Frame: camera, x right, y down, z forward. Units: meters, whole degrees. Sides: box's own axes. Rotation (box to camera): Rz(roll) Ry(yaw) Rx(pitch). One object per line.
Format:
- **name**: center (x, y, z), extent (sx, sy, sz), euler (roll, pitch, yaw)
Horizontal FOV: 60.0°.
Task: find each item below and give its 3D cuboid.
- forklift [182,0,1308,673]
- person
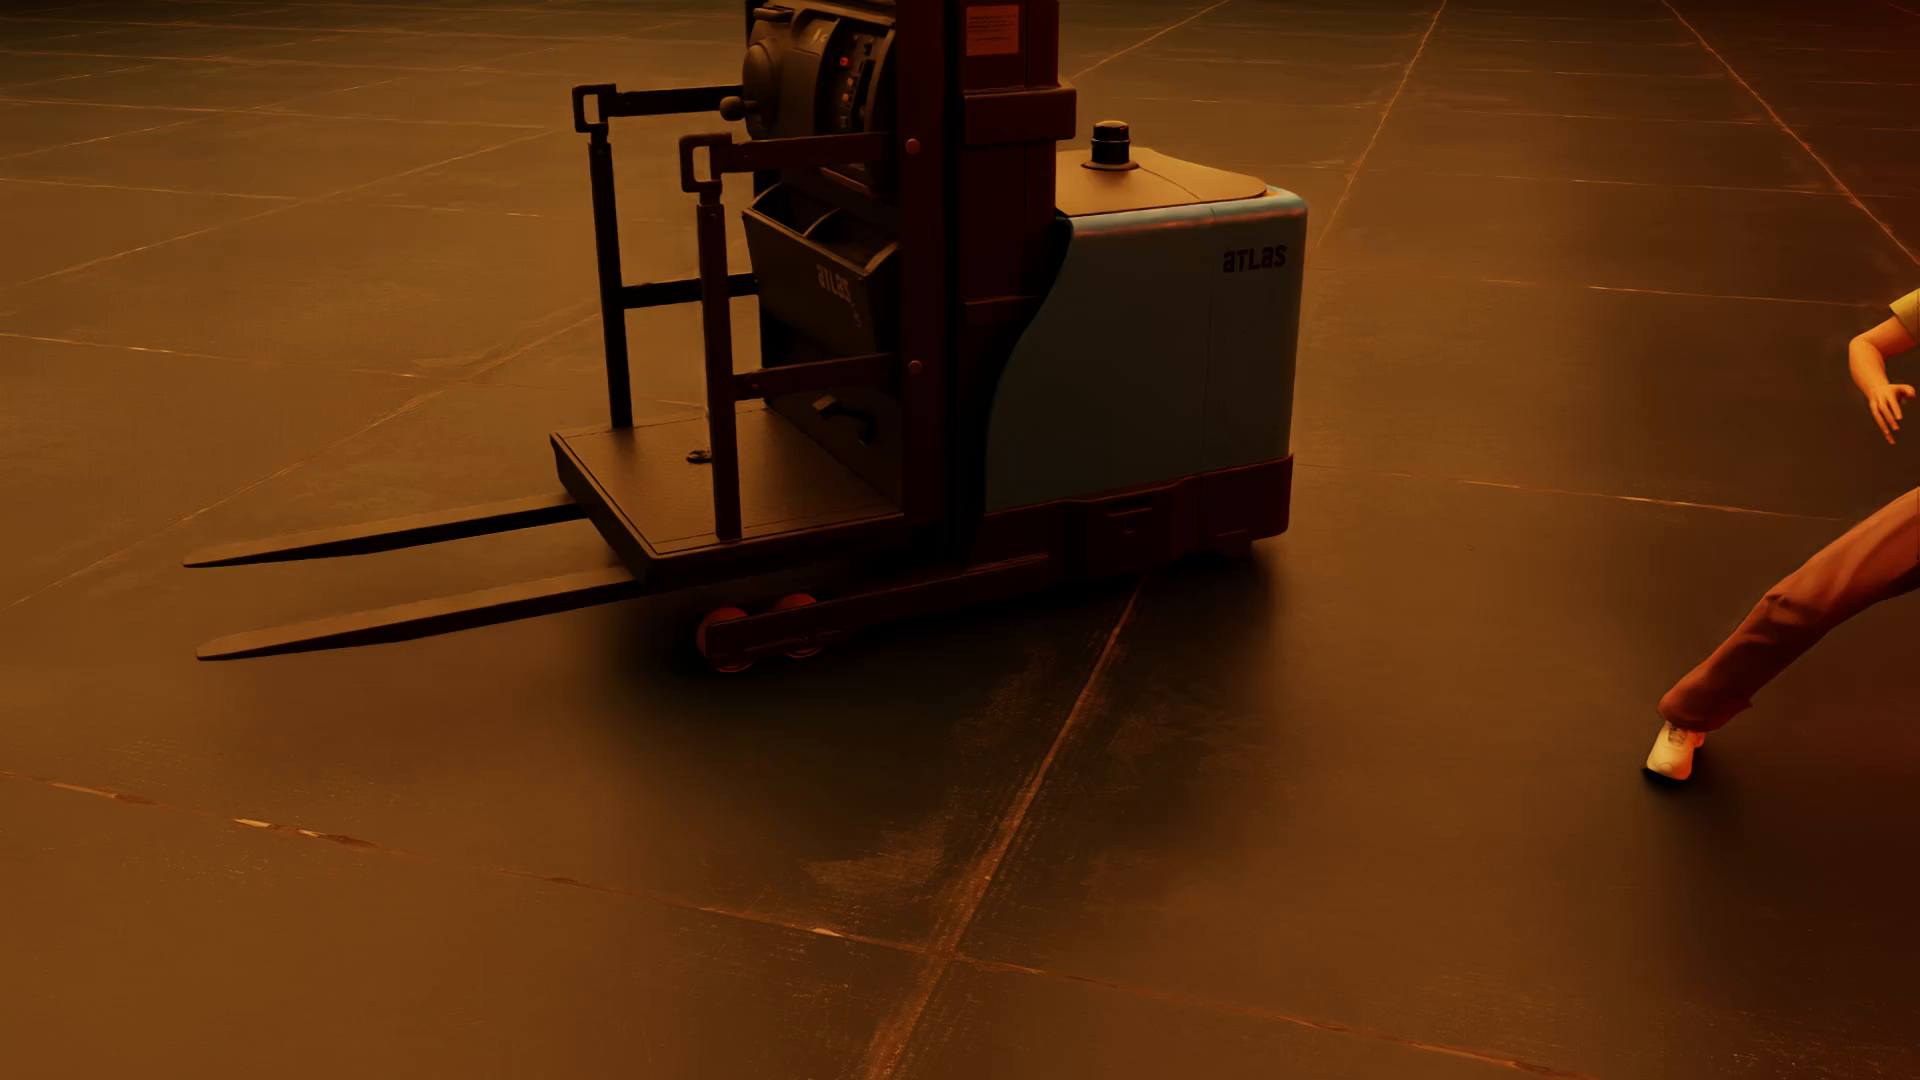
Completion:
- **forklift**: center (-0.562, -1.241, 4.286), extent (3.031, 2.935, 1.130), euler (-11, 25, -24)
- **person**: center (2.132, -0.053, 3.342), extent (0.636, 1.455, 1.196), euler (-18, 28, -36)
